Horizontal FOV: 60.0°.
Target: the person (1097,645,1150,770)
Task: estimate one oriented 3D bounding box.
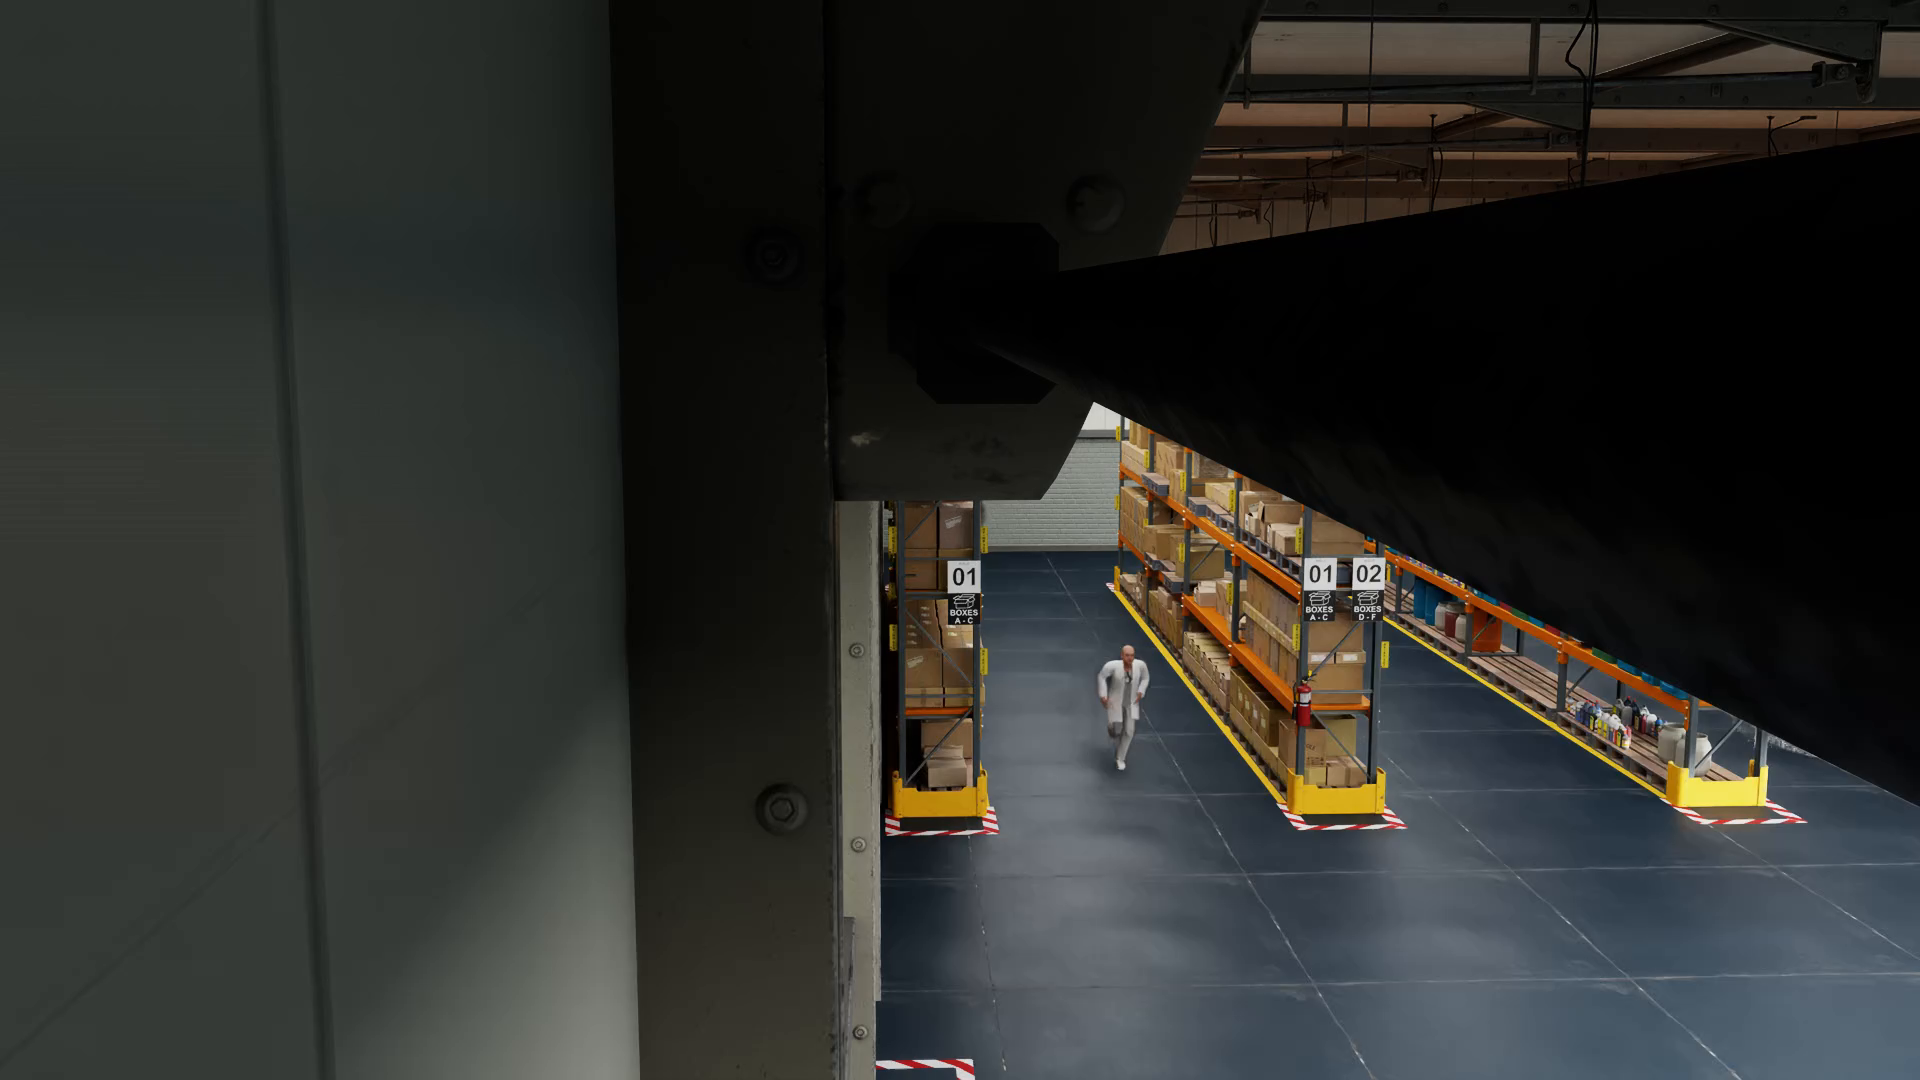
[{"bbox_3d":[2.215,2.238,22.801,0.705,1.725,0.825,-2,8,-14],"label":"person"}]

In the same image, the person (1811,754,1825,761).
[{"bbox_3d":[12.078,2.311,22.800,0.560,1.534,0.824,-3,9,-19],"label":"person"}]
